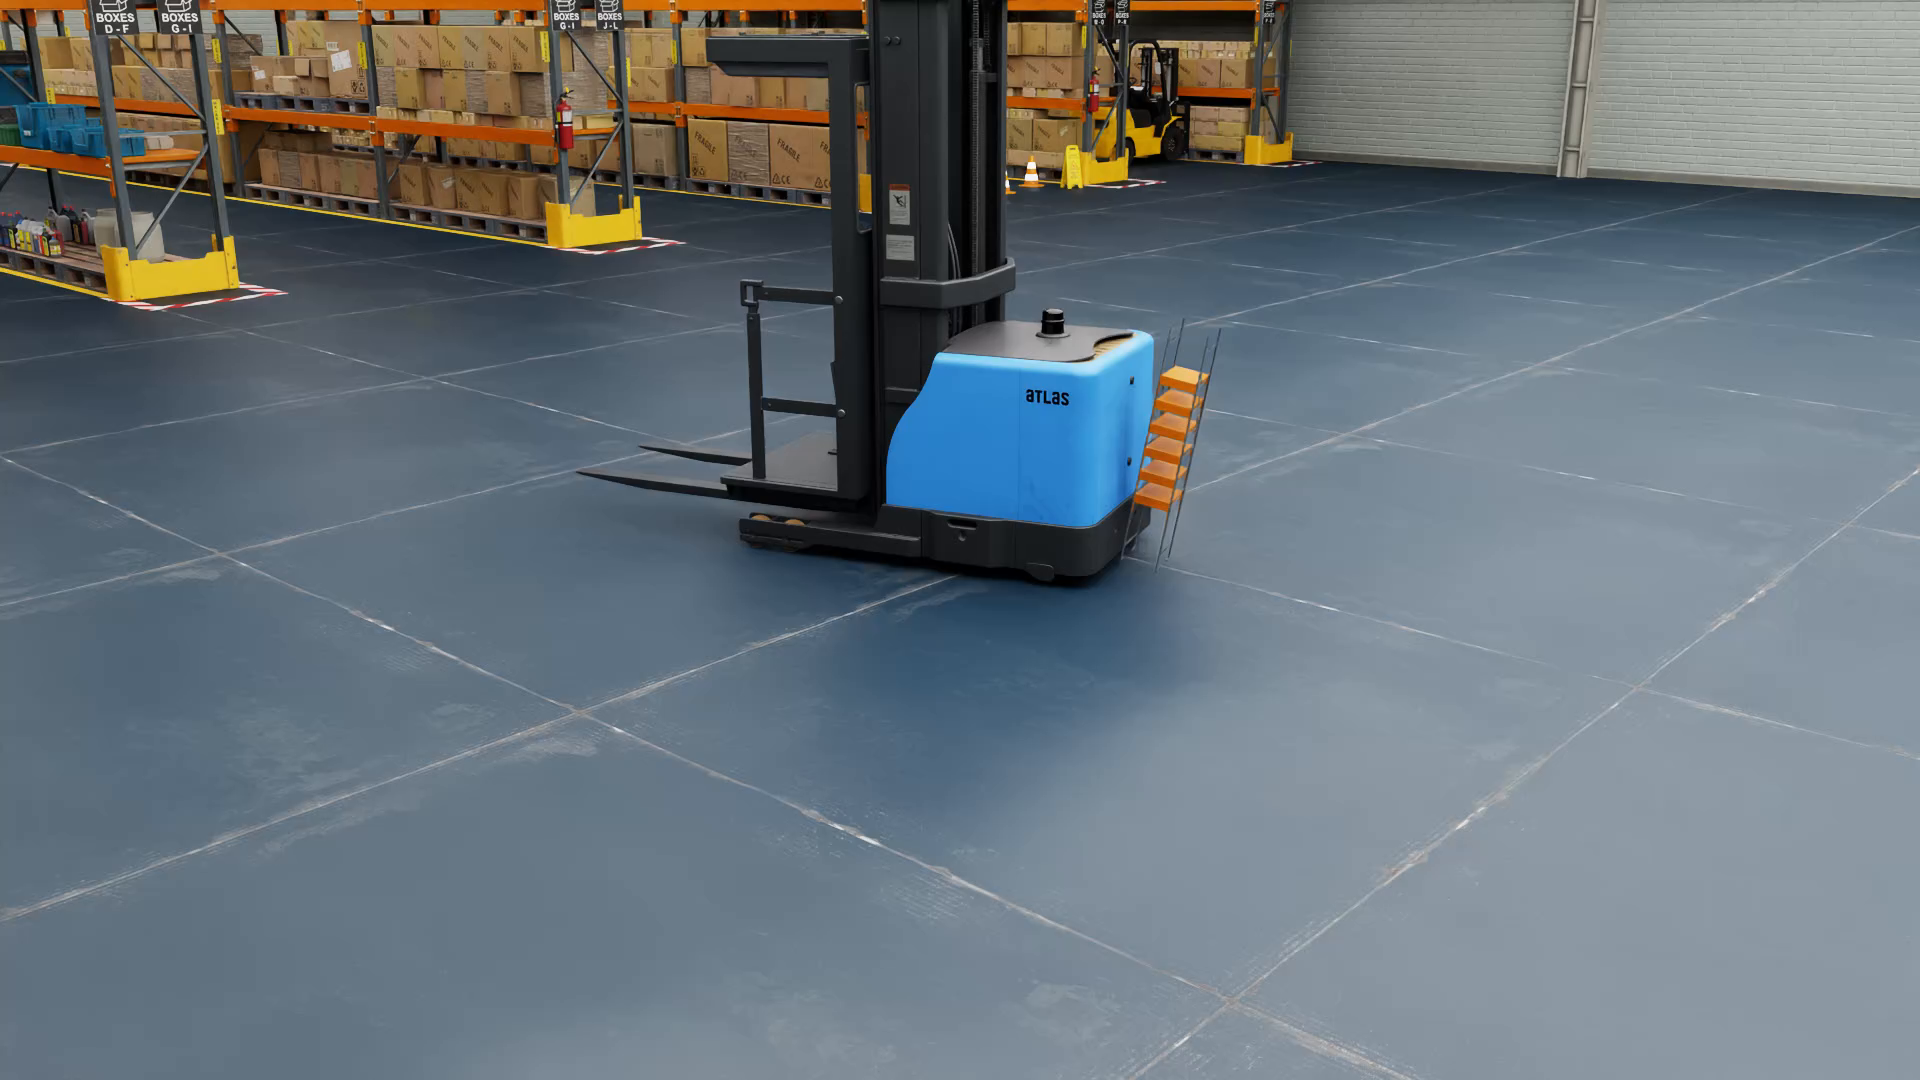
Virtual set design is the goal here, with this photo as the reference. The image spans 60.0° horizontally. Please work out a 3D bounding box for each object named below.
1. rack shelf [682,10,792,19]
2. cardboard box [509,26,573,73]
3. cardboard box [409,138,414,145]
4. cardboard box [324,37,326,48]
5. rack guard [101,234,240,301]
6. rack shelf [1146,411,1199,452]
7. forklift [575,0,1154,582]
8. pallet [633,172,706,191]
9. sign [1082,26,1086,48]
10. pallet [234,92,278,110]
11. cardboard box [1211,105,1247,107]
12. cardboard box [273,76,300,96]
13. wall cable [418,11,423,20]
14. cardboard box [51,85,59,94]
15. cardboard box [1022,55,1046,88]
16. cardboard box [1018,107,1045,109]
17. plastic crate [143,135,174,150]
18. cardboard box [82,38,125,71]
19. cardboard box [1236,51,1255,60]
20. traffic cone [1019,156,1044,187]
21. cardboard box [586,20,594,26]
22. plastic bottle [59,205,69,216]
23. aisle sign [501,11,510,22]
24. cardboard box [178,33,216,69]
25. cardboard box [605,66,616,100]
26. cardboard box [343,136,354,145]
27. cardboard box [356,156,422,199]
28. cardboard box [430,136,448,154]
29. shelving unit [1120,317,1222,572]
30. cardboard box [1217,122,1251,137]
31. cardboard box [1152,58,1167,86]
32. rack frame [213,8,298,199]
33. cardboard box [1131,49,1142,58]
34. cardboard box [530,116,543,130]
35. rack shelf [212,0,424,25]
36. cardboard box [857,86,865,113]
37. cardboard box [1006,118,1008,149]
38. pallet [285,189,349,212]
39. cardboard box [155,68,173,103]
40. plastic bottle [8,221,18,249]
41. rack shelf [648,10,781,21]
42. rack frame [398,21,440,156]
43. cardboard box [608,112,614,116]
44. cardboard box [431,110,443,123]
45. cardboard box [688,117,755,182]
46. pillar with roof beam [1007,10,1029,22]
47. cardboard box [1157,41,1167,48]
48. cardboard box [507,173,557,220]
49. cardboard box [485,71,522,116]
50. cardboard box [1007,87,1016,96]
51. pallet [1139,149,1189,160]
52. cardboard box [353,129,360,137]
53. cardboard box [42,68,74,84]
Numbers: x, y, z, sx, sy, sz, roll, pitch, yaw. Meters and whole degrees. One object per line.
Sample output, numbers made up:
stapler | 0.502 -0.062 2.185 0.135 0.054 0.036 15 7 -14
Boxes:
rack shelf | -4.875 -12.222 38.394 4.000 0.370 1.077 15 23 39
cardboard box | -4.849 -5.679 19.237 0.500 0.500 0.500 15 23 39
cardboard box | -10.139 -7.510 31.336 0.250 0.149 0.380 16 24 41
cardboard box | -11.574 -9.478 31.207 0.500 0.500 0.500 14 22 38
rack guard | -7.649 -2.651 16.138 0.348 0.500 1.175 15 23 39
rack shelf | 1.027 -0.523 8.004 0.180 0.103 0.258 17 23 18
forklift | -0.575 -1.472 8.404 3.031 2.935 1.130 7 19 22
pallet | -4.525 -5.672 26.135 1.213 0.211 1.003 15 23 39
sign | 1.921 -7.781 25.735 0.005 0.325 0.100 15 23 39
pallet | -9.654 -6.354 23.992 1.003 0.211 1.213 15 23 39
cardboard box | 4.986 -7.929 30.836 0.500 0.250 0.500 15 23 39
cardboard box | -9.156 -6.305 23.072 0.500 0.250 0.500 14 22 38
wall cable | -12.963 -12.347 40.879 0.122 1.984 0.588 15 23 39
cardboard box | -15.043 -7.597 28.005 0.250 0.149 0.380 14 23 38
cardboard box | 1.344 -7.538 26.748 0.500 0.500 0.500 15 23 39
cardboard box | 1.631 -8.455 33.527 0.625 0.625 0.875 15 23 39
plastic crate | -8.017 -3.964 16.581 0.250 0.136 0.298 15 23 39
cardboard box | -13.770 -7.827 26.833 0.500 0.500 0.500 16 24 41
cardboard box | 5.151 -8.687 29.788 0.250 0.149 0.380 15 23 40
traffic cone | 1.126 -5.786 26.077 0.334 0.463 0.336 15 23 39
cardboard box | -7.418 -10.563 34.045 0.250 0.149 0.380 15 23 39
plastic bottle | -9.880 -3.524 18.408 0.185 0.351 0.144 14 23 38
aisle sign | -9.909 -11.601 35.909 0.004 0.787 0.394 15 23 39
cardboard box | -11.279 -7.372 25.059 0.637 0.503 0.797 16 23 40
cardboard box | -5.221 -7.158 26.043 0.500 0.500 0.500 15 23 40
cardboard box | -11.528 -7.629 31.710 0.250 0.149 0.380 15 23 39
cardboard box | -7.711 -4.908 22.522 0.500 0.500 0.700 13 22 35
cardboard box | -9.108 -7.164 29.665 0.500 0.500 0.500 16 24 42
shelving unit | 1.014 -0.453 8.031 0.189 1.200 0.258 17 23 18
cardboard box | 5.025 -7.479 30.244 0.500 0.250 0.500 15 23 39
cardboard box | 3.905 -8.719 30.960 0.500 0.500 0.500 15 23 40
rack frame | -10.257 -6.565 24.338 0.127 3.000 1.000 15 23 39
cardboard box | 3.407 -9.144 31.227 0.250 0.149 0.380 15 23 39
cardboard box | -4.811 -4.899 19.506 0.250 0.149 0.380 15 23 39
rack shelf | -8.761 -7.250 22.727 4.000 0.370 1.077 15 23 39
cardboard box | -1.214 -6.196 22.928 0.550 0.550 0.875 15 23 39
cardboard box | 0.766 -6.756 27.553 0.500 0.500 0.500 14 23 38
pallet | -8.766 -4.833 23.492 1.213 0.211 1.003 15 23 39
cardboard box | -11.930 -6.963 25.426 0.500 0.500 0.500 16 23 40
plastic bottle | -9.988 -3.219 17.560 0.133 0.283 0.061 16 24 42
rack shelf | -5.175 -10.295 32.323 4.000 0.370 1.077 15 23 39
rack frame | -9.881 -8.470 30.340 0.127 3.000 1.000 15 23 39
cardboard box | -7.070 -8.739 34.731 0.875 0.438 0.875 15 23 38
cardboard box | -6.353 -5.285 20.721 0.250 0.149 0.380 15 23 39
cardboard box | -3.474 -5.909 25.089 0.875 0.875 0.875 15 23 40
pillar with roof beam | -1.672 -11.758 30.785 0.400 9.000 9.100 15 23 39
cardboard box | 3.860 -9.208 30.938 0.250 0.149 0.380 15 23 39
cardboard box | -5.200 -4.208 20.352 0.500 0.500 0.500 -11 21 -31
cardboard box | -5.121 -5.338 19.814 0.500 0.500 0.875 15 23 39
cardboard box | 0.879 -7.348 27.222 0.250 0.149 0.380 15 23 39
pallet | 4.088 -7.384 31.530 1.213 0.211 1.003 15 23 39
cardboard box | -11.264 -7.723 31.515 0.250 0.149 0.380 14 22 37
cardboard box | -15.294 -7.879 28.236 0.500 0.250 0.500 14 22 37
